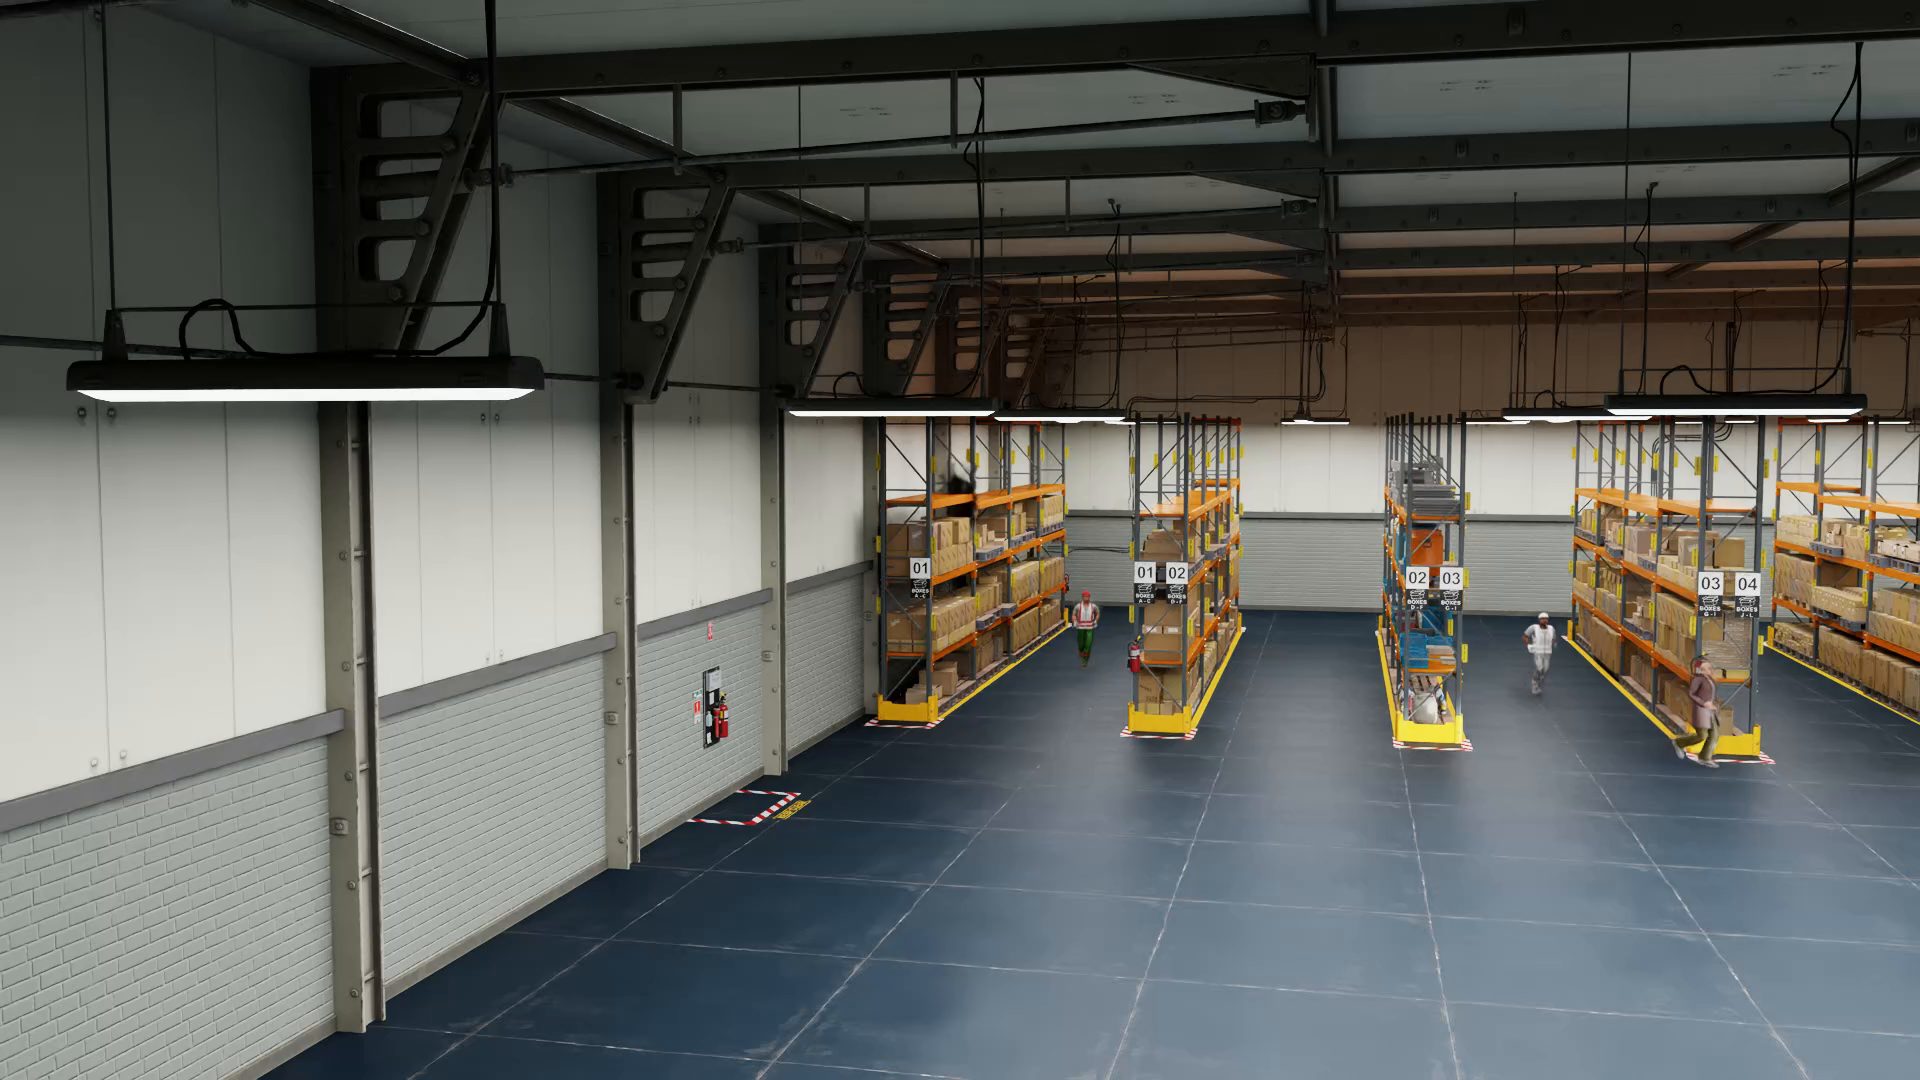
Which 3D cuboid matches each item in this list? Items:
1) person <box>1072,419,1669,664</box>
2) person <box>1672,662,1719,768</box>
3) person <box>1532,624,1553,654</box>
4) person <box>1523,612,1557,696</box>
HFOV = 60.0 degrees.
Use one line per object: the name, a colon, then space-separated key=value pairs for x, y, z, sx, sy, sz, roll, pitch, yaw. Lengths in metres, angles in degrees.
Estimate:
person: x=9.529 y=0.006 z=38.973 sx=13.828 sy=5.650 sz=3.778 roll=0 pitch=4 yaw=2
person: x=12.600 y=2.947 z=28.272 sx=0.688 sy=1.754 sz=0.809 roll=-3 pitch=5 yaw=-34
person: x=18.263 y=3.028 z=27.506 sx=7.597 sy=1.756 sz=19.036 roll=-1 pitch=4 yaw=-15
person: x=12.439 y=2.438 z=35.521 sx=0.656 sy=1.780 sz=0.690 roll=0 pitch=4 yaw=-4
